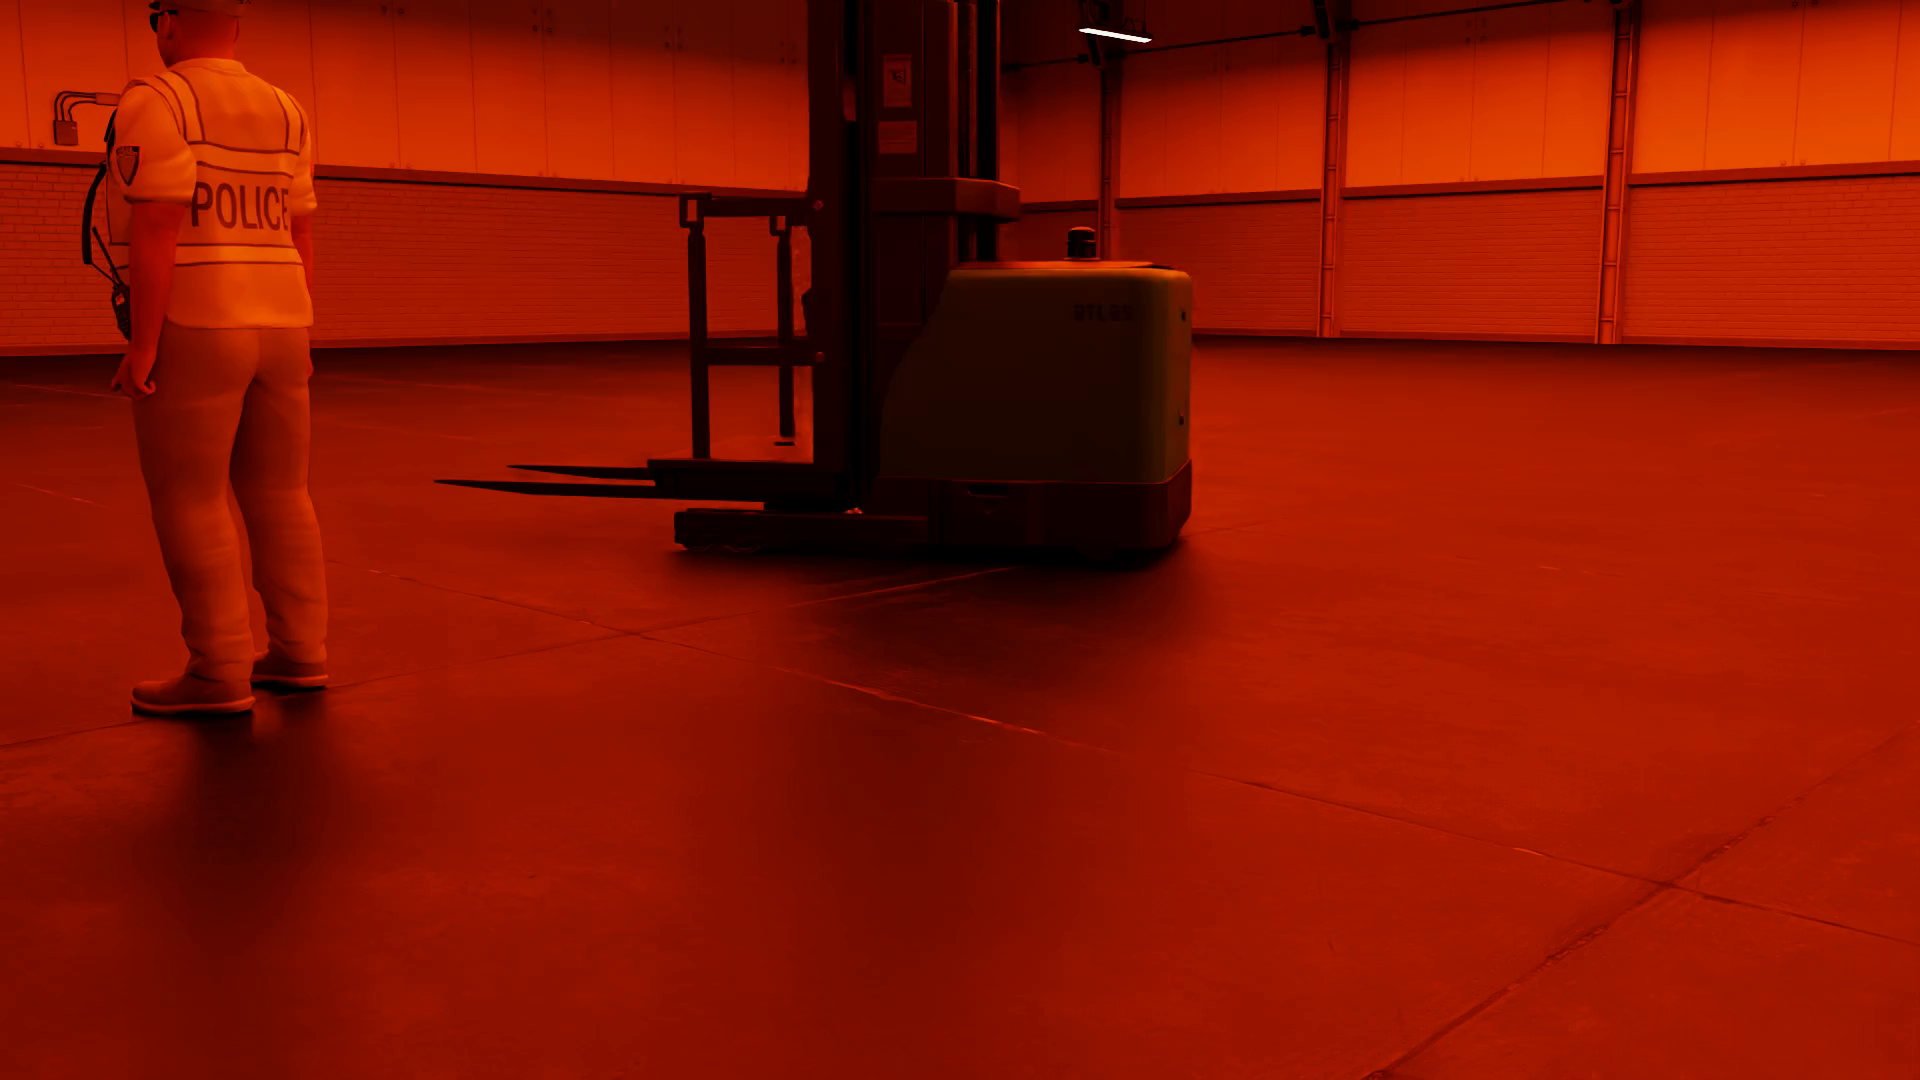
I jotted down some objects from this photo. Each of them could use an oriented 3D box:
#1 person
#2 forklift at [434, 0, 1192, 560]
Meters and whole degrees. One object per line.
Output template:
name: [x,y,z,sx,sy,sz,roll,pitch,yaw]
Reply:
person: [-1.783,-0.482,3.977,0.395,1.773,0.530,4,9,24]
forklift: [-0.619,-1.468,6.626,3.031,2.935,1.130,2,9,13]
